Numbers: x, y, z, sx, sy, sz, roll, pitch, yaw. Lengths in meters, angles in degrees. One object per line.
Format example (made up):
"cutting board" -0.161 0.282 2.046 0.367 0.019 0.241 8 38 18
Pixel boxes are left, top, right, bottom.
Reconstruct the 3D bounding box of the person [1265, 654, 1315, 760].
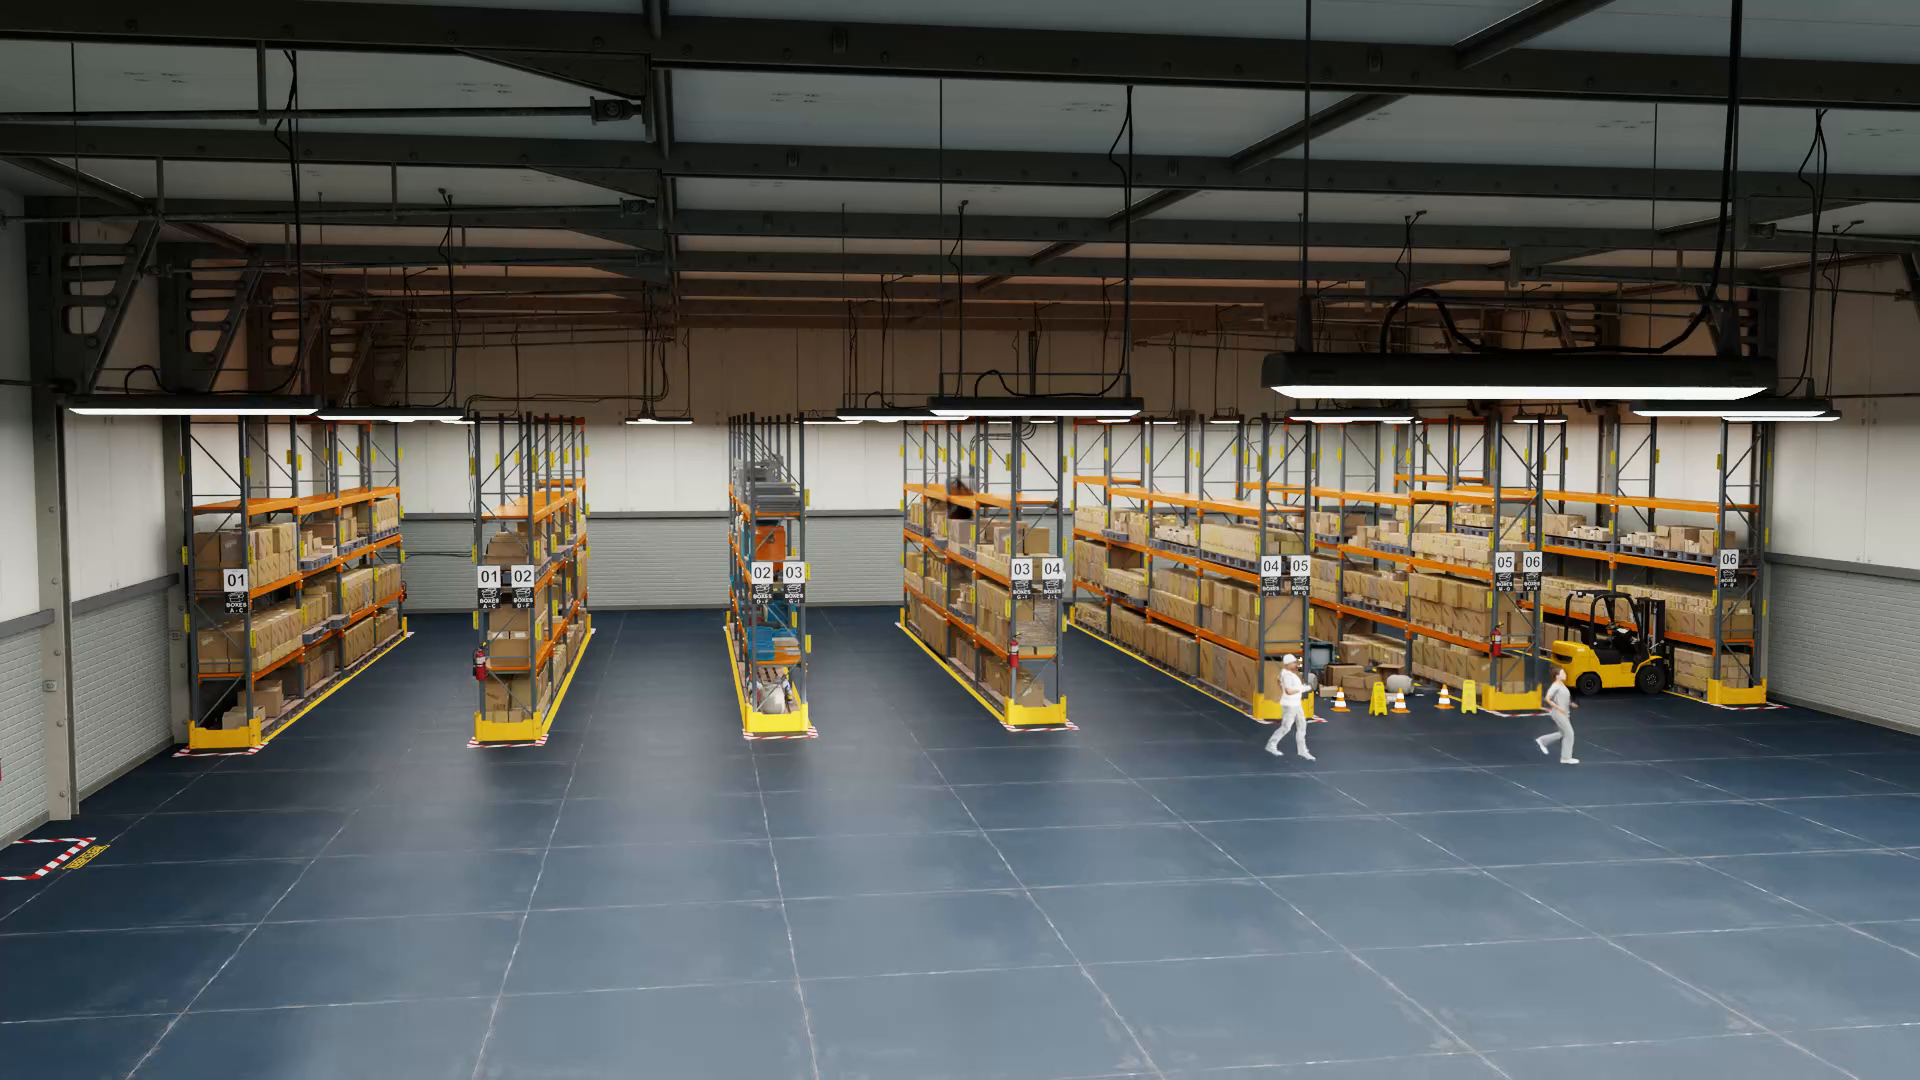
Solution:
"person" 5.685 2.868 28.563 0.814 1.820 0.668 2 4 23

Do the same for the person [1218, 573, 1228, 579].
"person" 7.990 1.423 50.707 0.558 1.709 0.709 0 4 2

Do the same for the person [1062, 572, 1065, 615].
"person" 2.893 1.505 49.387 0.640 1.761 0.695 -2 4 -30

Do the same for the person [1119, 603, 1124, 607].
"person" 4.916 1.504 49.377 0.791 1.745 0.731 4 5 45

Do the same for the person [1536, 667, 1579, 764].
"person" 10.194 3.022 28.369 0.752 1.537 0.572 3 5 38
